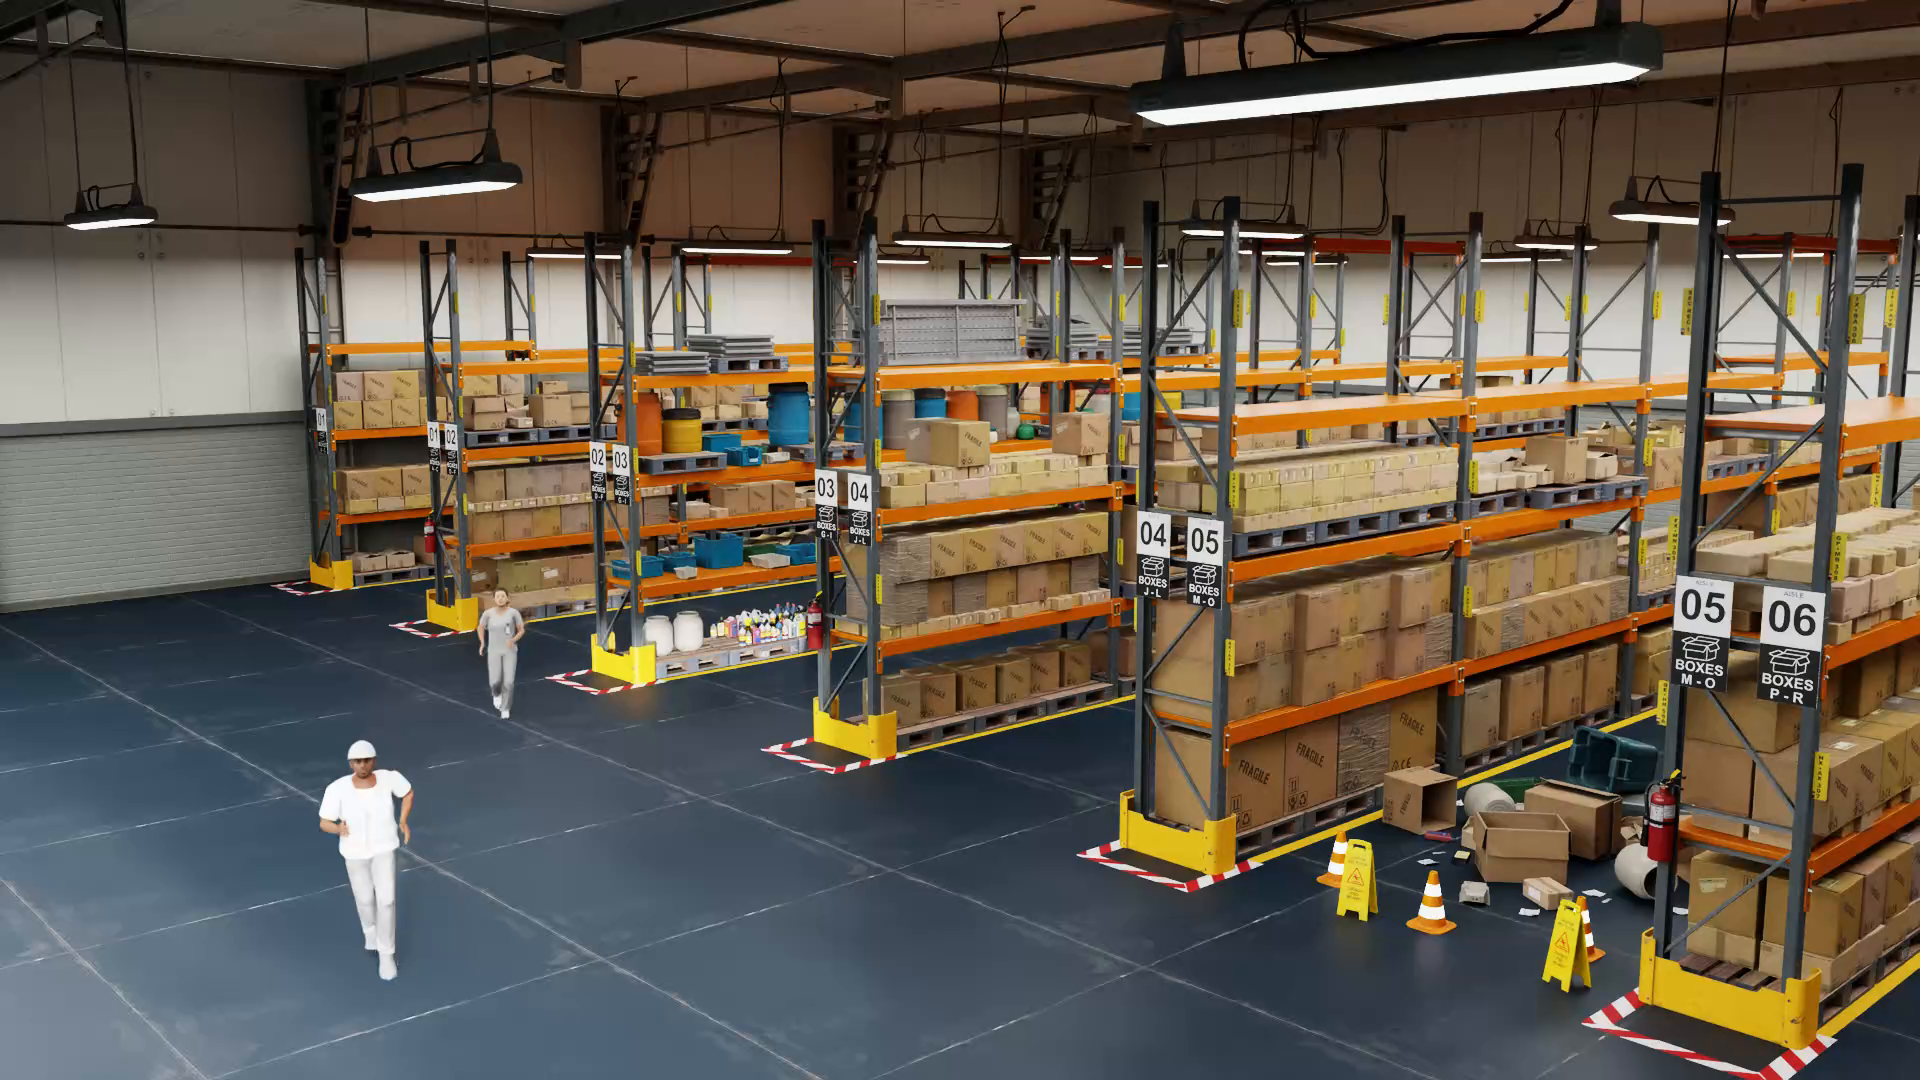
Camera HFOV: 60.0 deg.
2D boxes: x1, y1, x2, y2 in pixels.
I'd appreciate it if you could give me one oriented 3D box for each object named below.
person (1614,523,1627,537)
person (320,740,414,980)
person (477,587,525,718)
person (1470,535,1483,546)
[{"bbox_3d":[9.804,0.625,24.827,0.682,1.787,0.978,8,11,43],"label":"person"},{"bbox_3d":[-4.560,2.433,12.827,0.676,1.831,0.787,-2,9,-16],"label":"person"},{"bbox_3d":[-5.615,1.387,20.374,0.568,1.628,0.559,-2,9,-13],"label":"person"},{"bbox_3d":[7.804,0.650,25.034,0.593,1.739,0.677,-7,11,-39],"label":"person"}]
